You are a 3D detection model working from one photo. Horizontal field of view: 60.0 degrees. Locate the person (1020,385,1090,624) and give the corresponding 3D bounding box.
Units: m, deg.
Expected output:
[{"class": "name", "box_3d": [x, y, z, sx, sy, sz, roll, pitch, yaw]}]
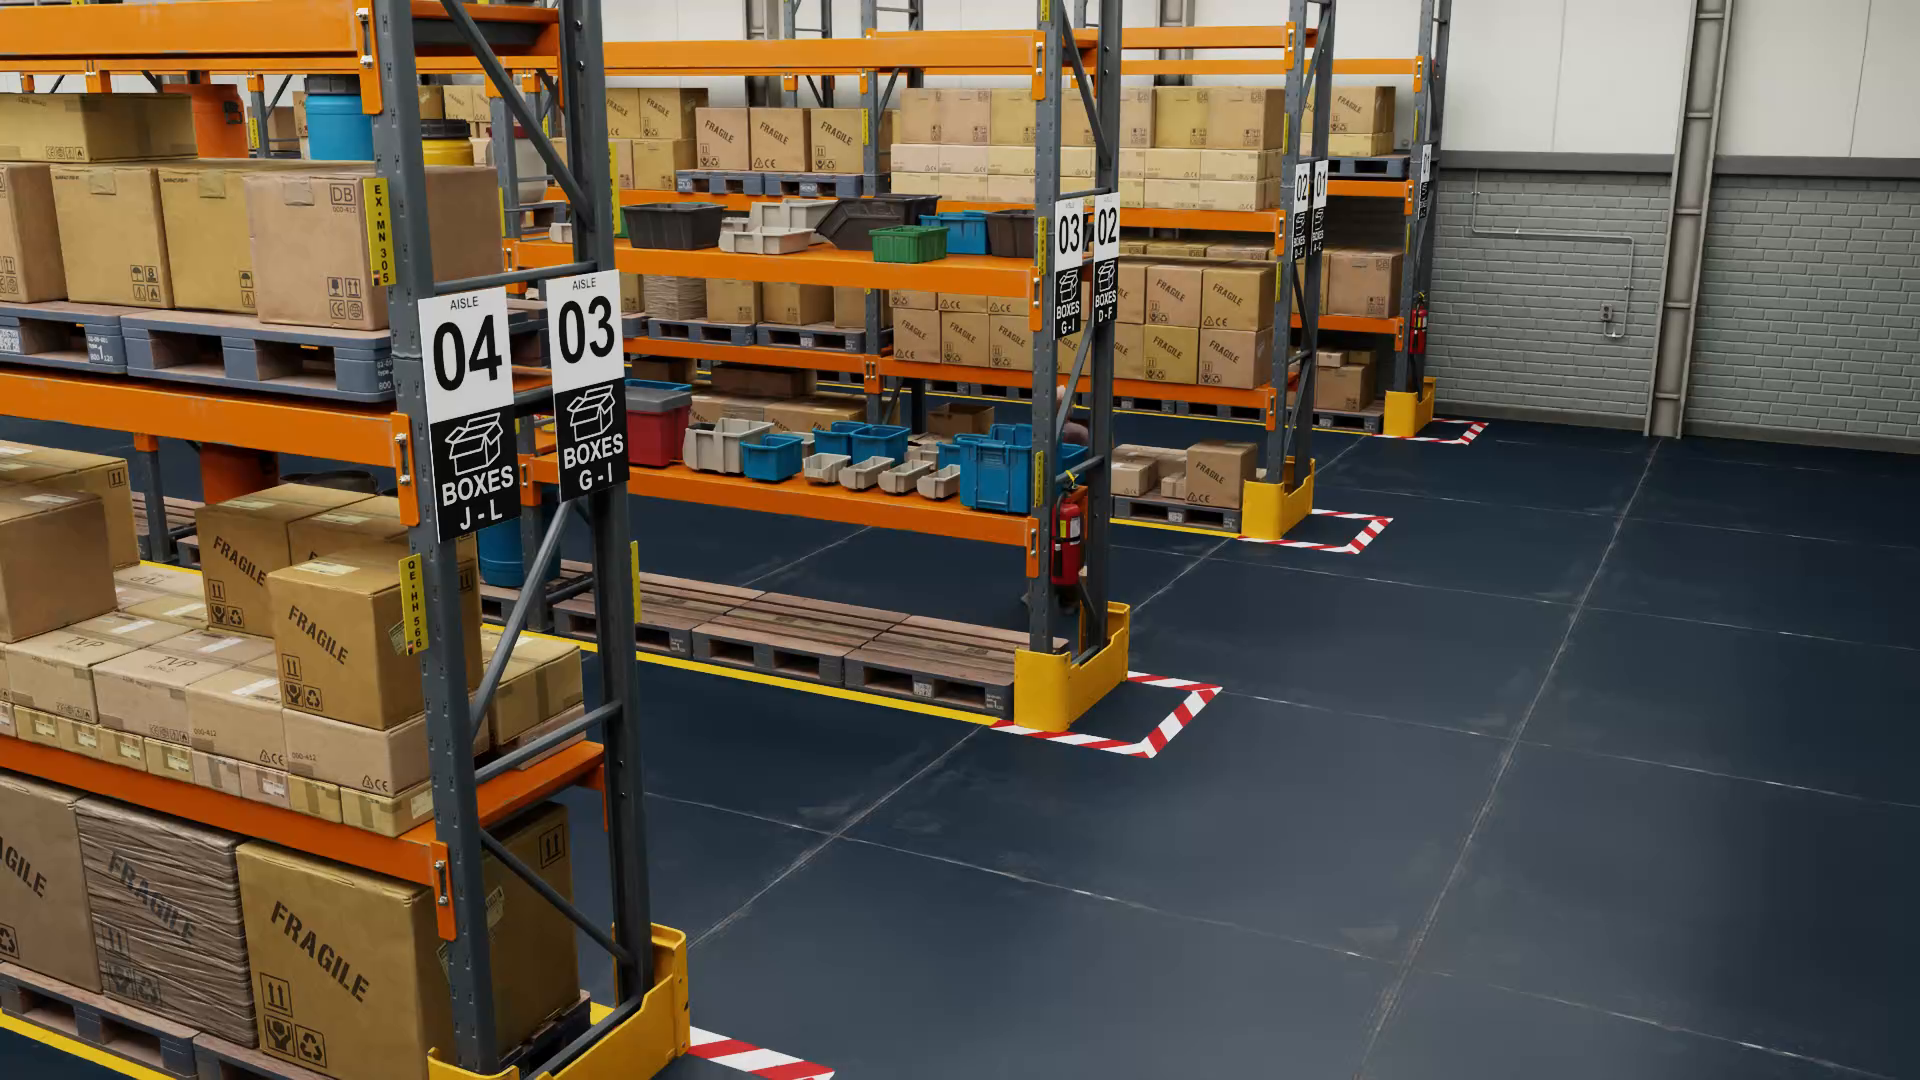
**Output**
[{"class": "person", "box_3d": [0.721, -0.246, 12.096, 0.576, 1.748, 1.011, 12, 19, 37]}]
